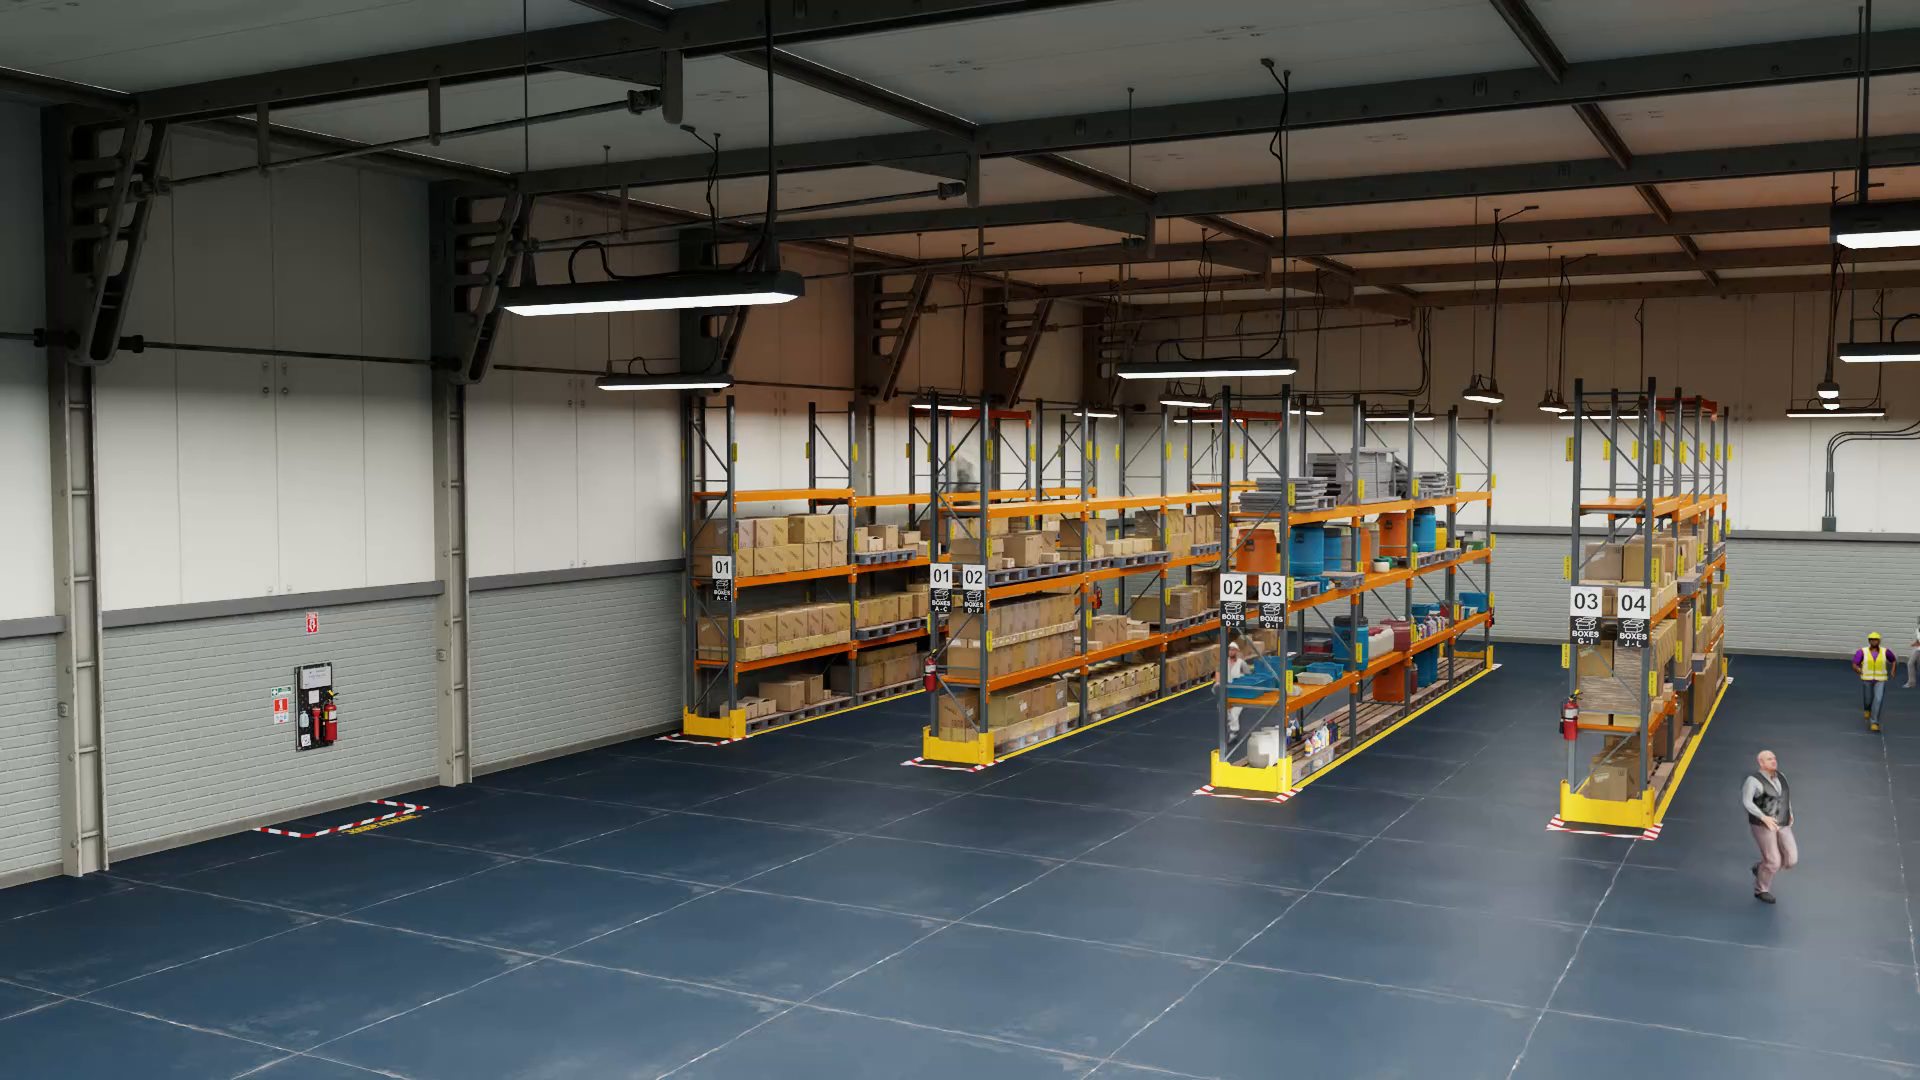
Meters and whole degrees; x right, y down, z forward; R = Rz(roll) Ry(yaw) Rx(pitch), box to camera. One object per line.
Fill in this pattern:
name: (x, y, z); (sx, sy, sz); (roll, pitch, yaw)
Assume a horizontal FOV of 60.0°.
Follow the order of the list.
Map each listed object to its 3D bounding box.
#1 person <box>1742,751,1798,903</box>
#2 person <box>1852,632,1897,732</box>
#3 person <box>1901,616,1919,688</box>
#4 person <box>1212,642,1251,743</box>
person: (9.039, 3.189, 18.546); (0.668, 1.686, 0.523); (-1, 3, -19)
person: (16.567, 2.545, 30.124); (0.713, 1.741, 0.966); (2, 3, 27)
person: (20.410, 2.340, 35.167); (0.785, 1.679, 0.599); (1, 3, 16)
person: (4.650, 2.627, 28.557); (0.656, 1.739, 0.587); (1, 3, 23)
